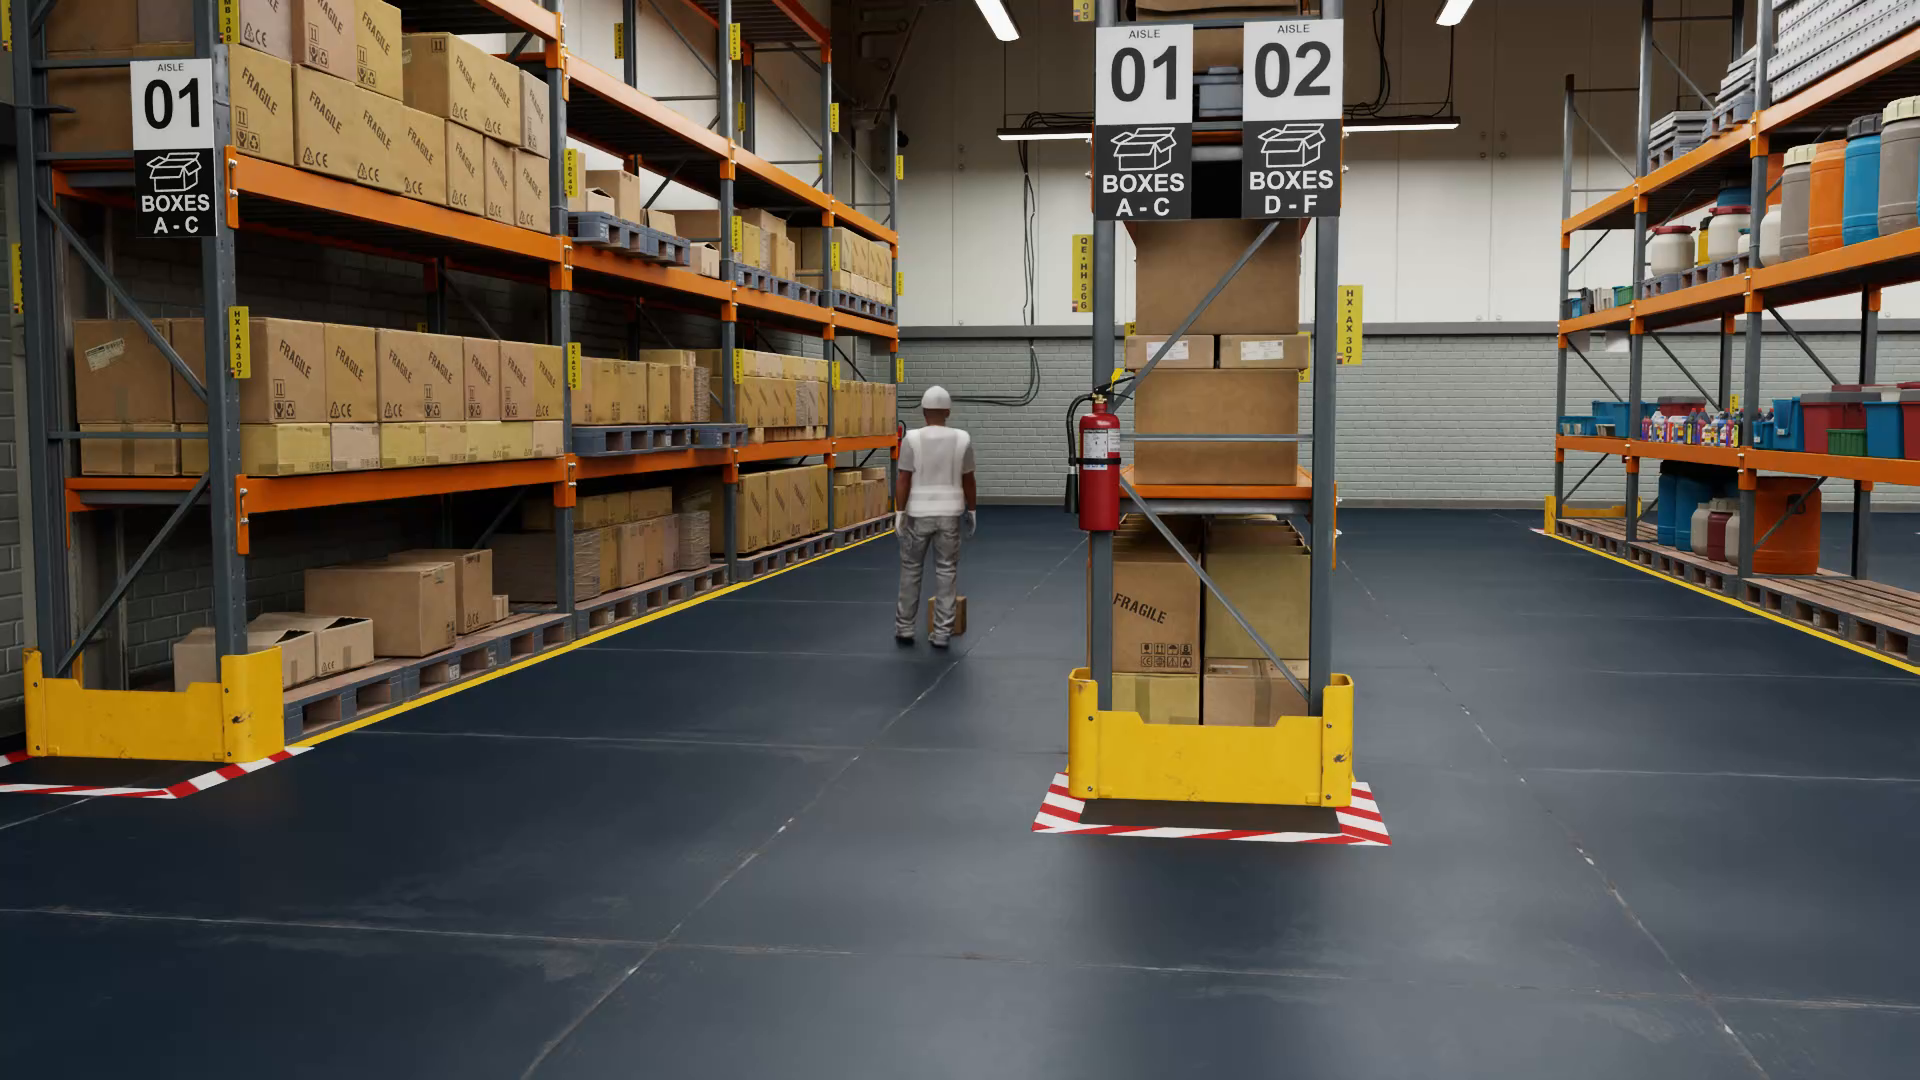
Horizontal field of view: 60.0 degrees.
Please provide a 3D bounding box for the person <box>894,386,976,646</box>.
[{"bbox_3d":[-0.189,-0.180,11.638,0.578,1.778,0.653,-1,4,-8],"label":"person"}]
